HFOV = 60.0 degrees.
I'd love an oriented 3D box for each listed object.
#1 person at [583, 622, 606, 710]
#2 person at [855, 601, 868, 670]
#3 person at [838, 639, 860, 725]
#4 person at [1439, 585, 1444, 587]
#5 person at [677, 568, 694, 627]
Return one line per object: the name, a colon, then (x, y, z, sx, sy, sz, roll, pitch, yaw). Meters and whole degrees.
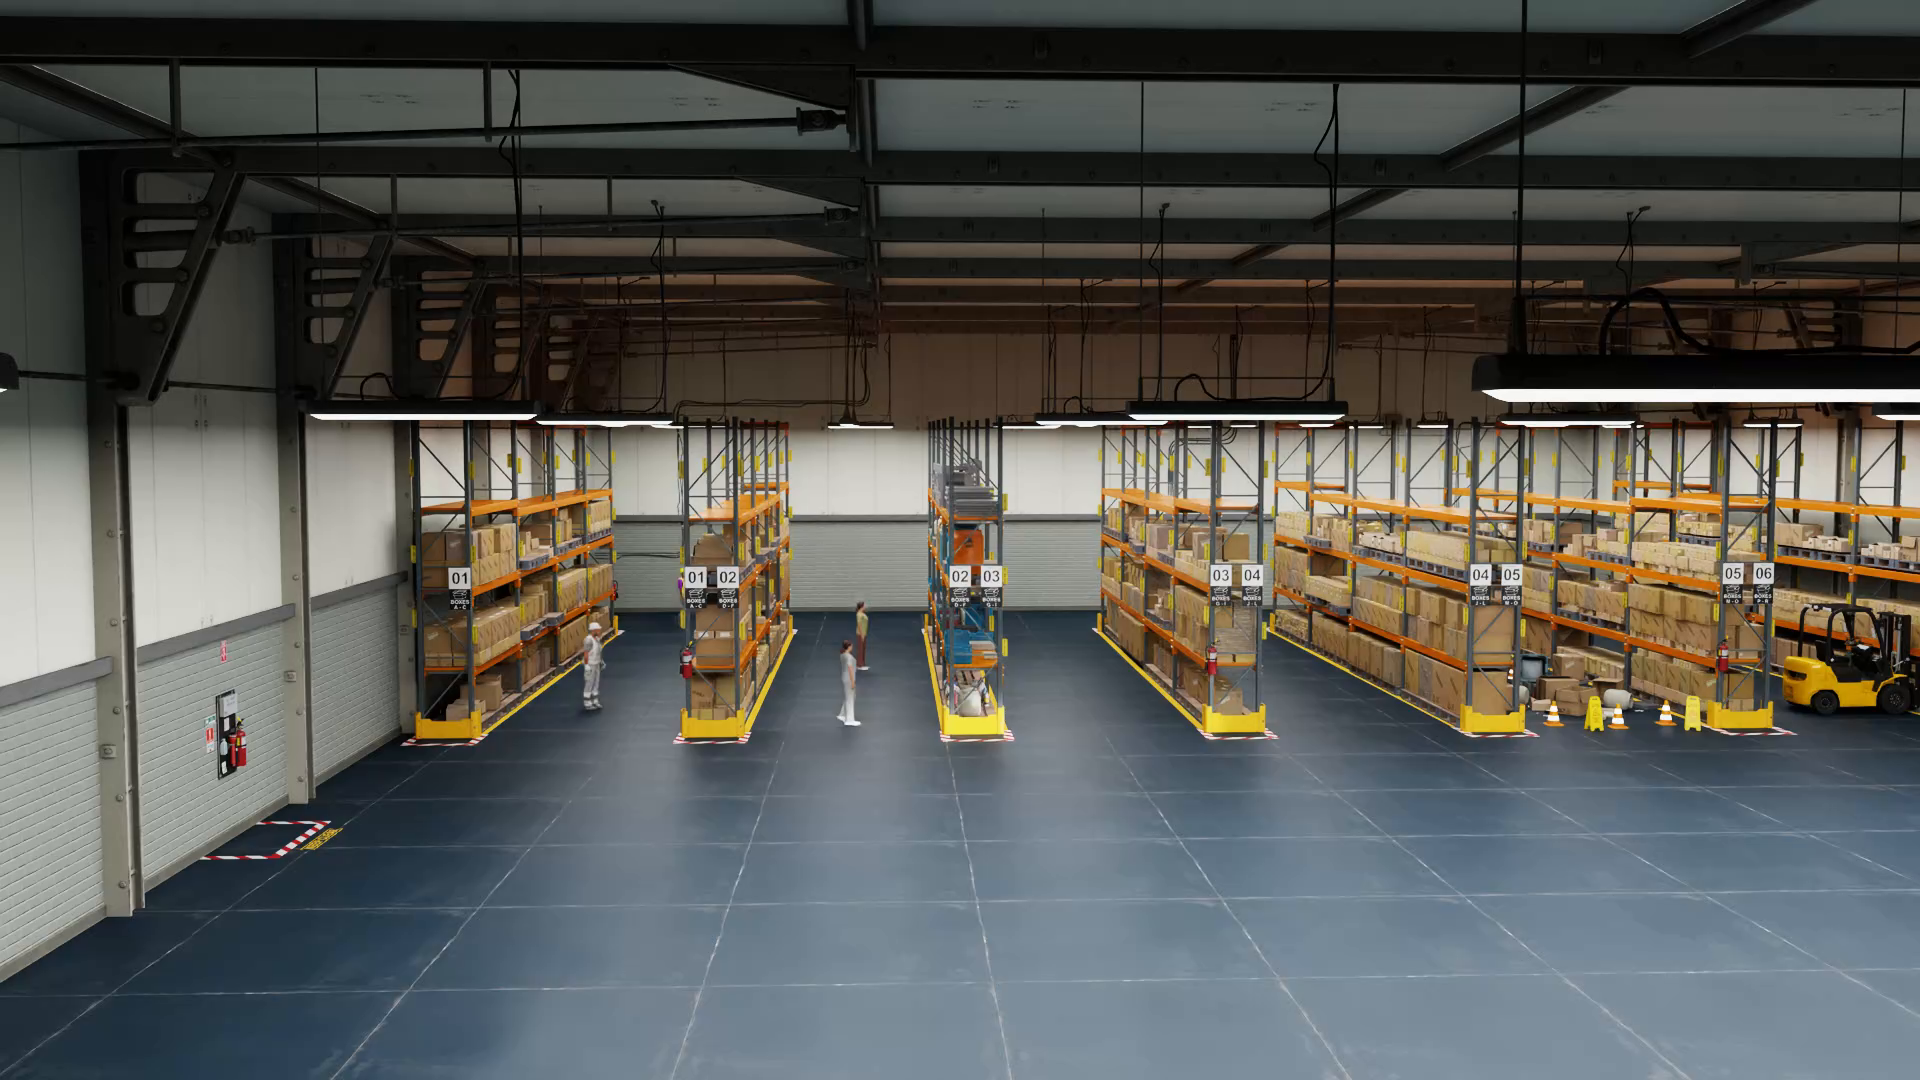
person: (-7.566, 2.593, 34.284, 0.407, 1.806, 0.575, 1, 4, 13)
person: (-2.353, 2.280, 39.774, 0.334, 1.669, 0.505, 1, 4, 8)
person: (-2.169, 2.782, 32.504, 0.386, 1.698, 0.522, -1, 4, -17)
person: (12.476, 2.014, 43.048, 0.613, 1.820, 0.511, -1, 4, -20)
person: (-7.972, 1.679, 48.238, 0.497, 1.752, 0.583, 0, 4, -2)
